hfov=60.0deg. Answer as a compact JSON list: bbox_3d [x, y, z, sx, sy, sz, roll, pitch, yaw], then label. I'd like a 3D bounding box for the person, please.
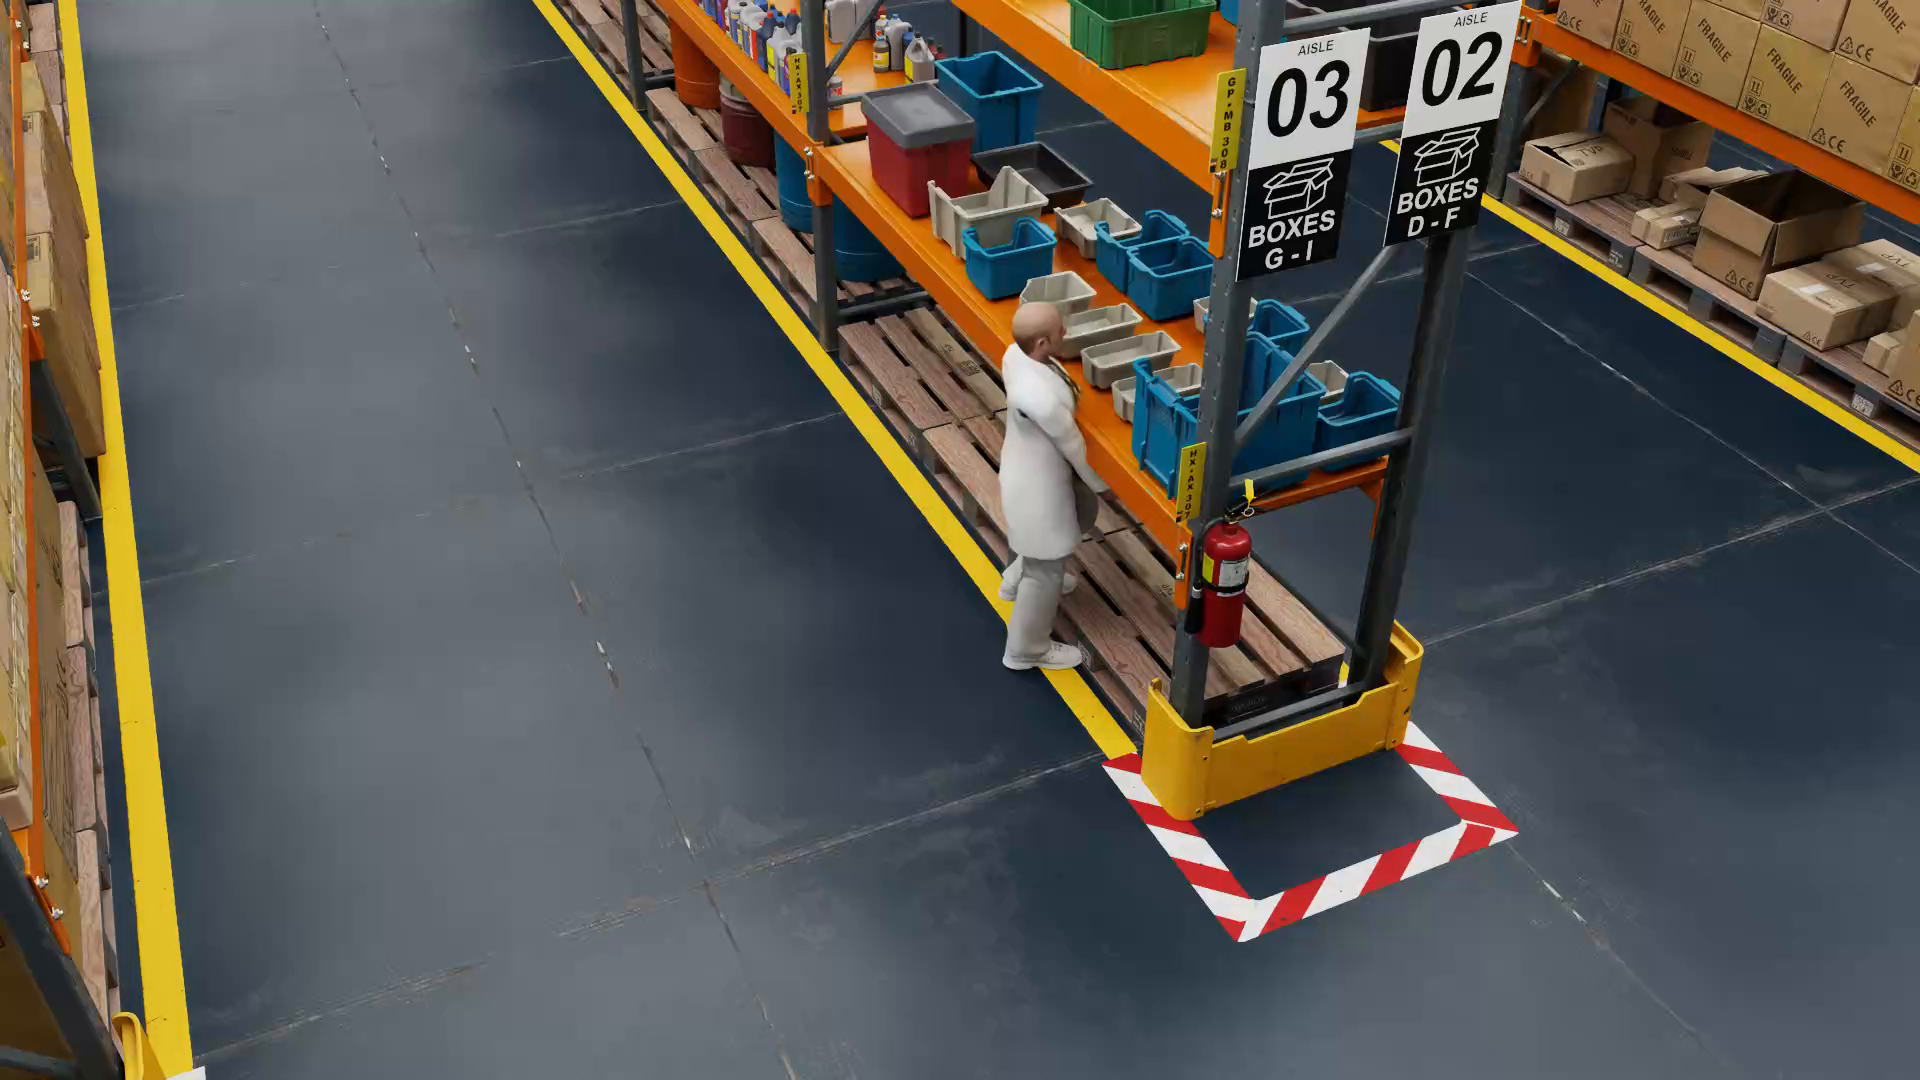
[{"bbox_3d":[0.441,-0.245,7.199,0.557,1.780,0.552,-5,37,-7],"label":"person"}]
